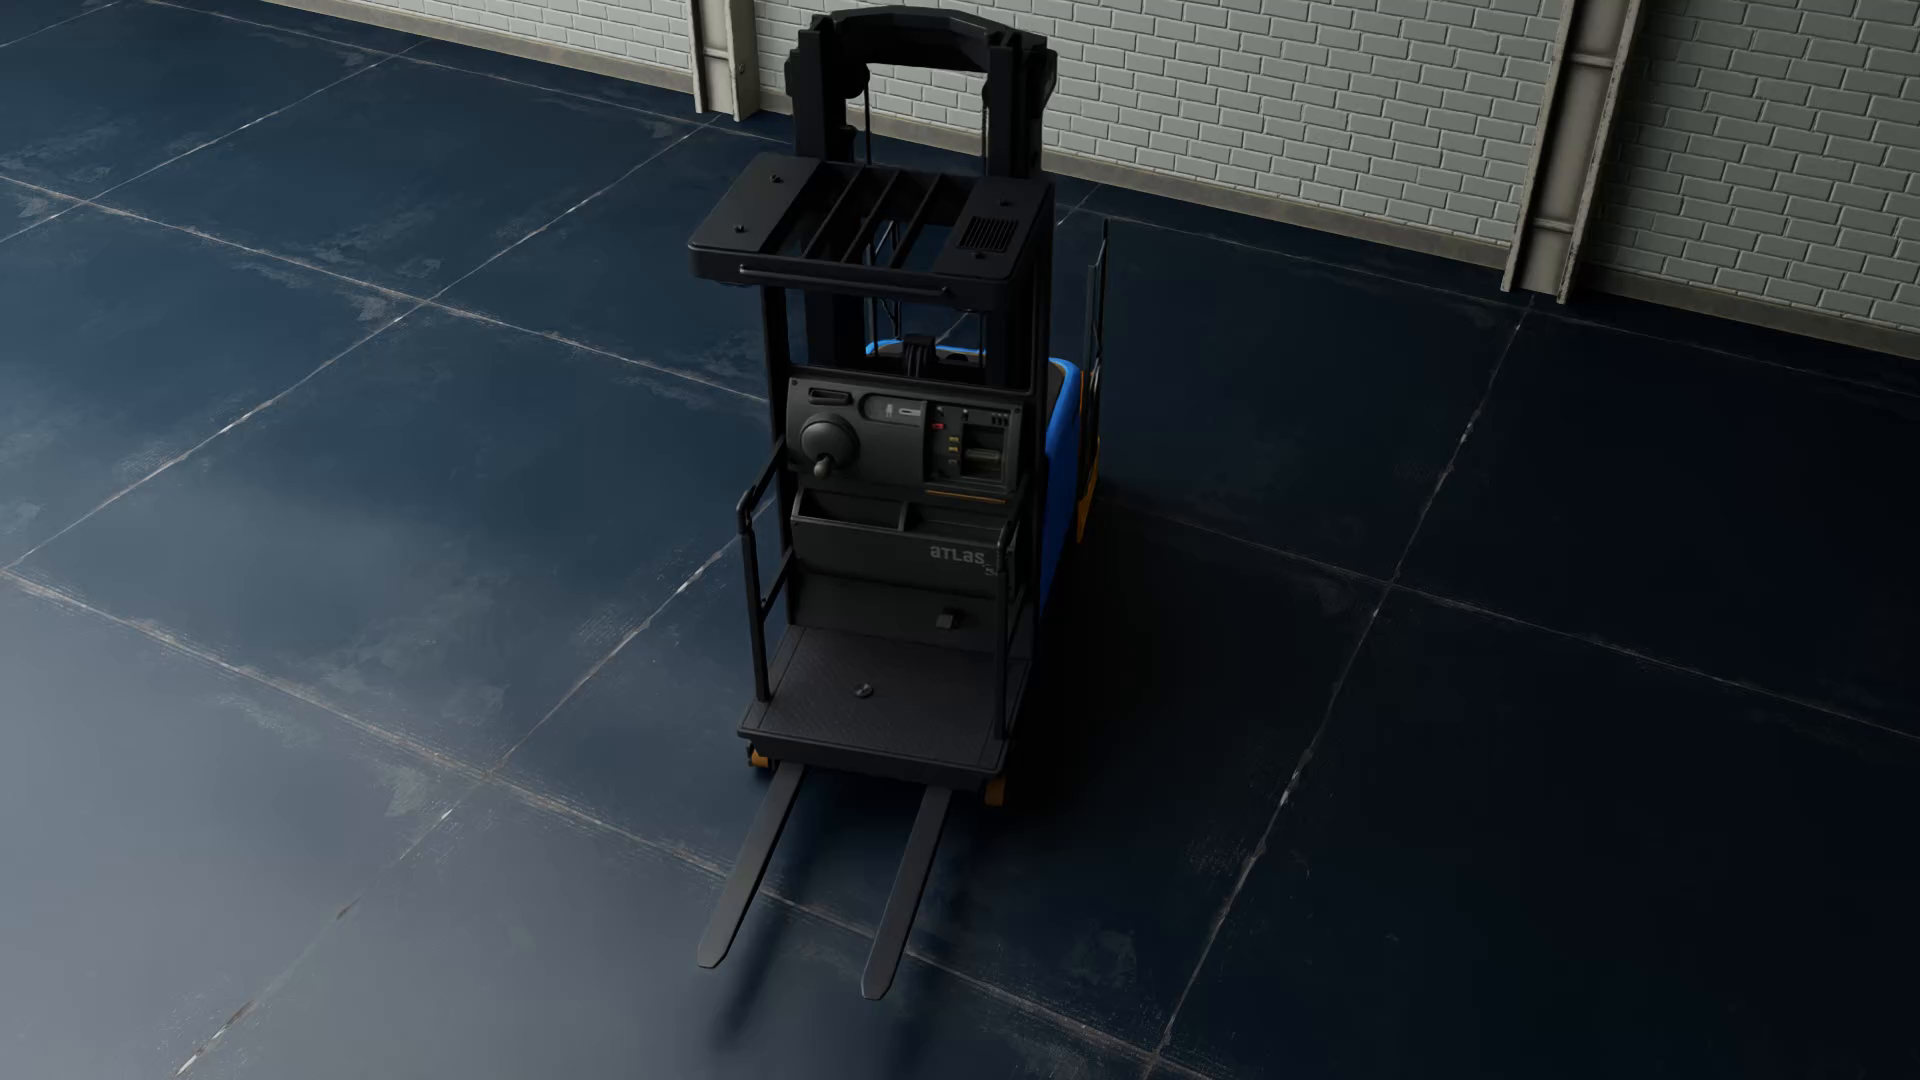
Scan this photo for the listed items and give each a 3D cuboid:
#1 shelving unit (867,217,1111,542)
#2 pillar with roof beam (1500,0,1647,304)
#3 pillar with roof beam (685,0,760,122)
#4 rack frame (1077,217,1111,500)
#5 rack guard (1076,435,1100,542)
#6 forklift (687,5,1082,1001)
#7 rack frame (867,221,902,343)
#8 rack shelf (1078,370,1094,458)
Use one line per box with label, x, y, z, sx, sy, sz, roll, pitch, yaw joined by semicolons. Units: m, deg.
shelving unit;0.131;-0.825;8.097;1.083;1.500;0.587;7;38;10
pillar with roof beam;1.609;-2.846;4.556;0.400;9.000;9.100;17;41;21
pillar with roof beam;-3.719;-4.514;6.754;0.400;9.000;9.100;17;41;21
rack frame;0.637;-0.760;8.011;0.032;1.500;0.500;7;38;10
rack guard;0.618;-0.265;8.392;0.087;0.250;0.587;7;38;10
forklift;-0.265;-0.327;6.257;1.130;2.935;3.031;8;38;10
rack frame;-0.358;-0.888;8.180;0.032;1.500;0.500;7;38;10
rack shelf;0.140;-0.681;8.204;1.000;0.185;0.538;7;38;10
